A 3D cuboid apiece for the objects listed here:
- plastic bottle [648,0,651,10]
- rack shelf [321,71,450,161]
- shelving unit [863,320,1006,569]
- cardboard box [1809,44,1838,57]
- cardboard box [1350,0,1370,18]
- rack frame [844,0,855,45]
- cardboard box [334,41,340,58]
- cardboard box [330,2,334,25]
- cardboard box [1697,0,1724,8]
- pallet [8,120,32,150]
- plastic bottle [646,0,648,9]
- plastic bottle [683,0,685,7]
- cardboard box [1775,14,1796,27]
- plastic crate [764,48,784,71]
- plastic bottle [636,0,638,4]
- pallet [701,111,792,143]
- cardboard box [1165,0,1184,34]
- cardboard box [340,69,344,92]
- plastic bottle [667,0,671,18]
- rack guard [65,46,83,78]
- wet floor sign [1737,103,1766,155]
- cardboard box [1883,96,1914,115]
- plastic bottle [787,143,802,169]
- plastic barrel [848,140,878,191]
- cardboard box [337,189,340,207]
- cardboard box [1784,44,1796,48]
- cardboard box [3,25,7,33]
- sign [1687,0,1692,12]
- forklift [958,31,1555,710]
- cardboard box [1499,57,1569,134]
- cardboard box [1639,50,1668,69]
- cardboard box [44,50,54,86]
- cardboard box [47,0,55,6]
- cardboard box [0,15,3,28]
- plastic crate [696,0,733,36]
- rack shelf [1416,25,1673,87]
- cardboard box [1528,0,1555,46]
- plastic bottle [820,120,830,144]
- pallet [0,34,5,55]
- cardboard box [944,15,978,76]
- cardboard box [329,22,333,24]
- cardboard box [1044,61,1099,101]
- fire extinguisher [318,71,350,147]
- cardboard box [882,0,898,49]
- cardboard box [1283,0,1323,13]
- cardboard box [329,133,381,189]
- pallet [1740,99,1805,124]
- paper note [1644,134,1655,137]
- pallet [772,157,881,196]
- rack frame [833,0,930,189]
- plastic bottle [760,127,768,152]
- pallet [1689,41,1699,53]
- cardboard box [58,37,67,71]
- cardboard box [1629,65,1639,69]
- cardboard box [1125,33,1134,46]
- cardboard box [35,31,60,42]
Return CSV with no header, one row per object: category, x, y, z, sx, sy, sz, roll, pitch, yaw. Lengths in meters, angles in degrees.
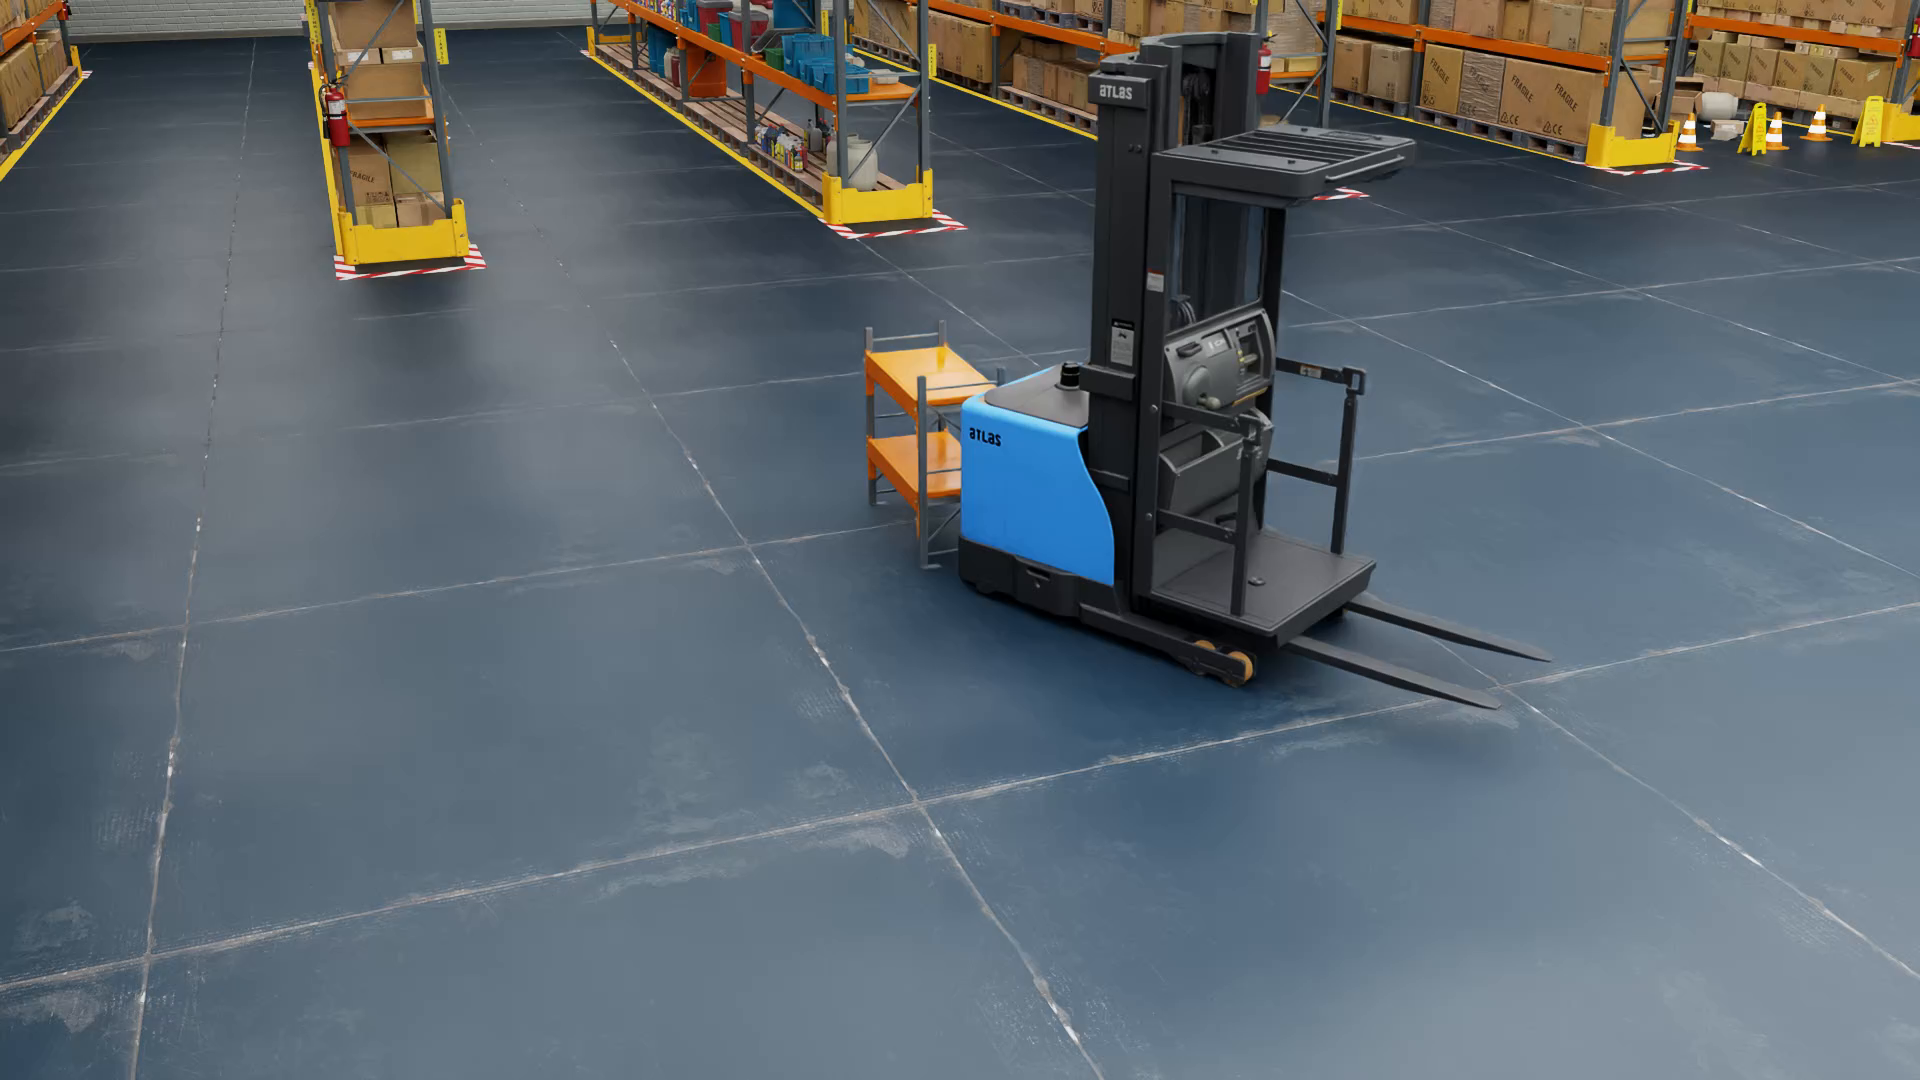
plastic bottle,-4.839,-8.521,26.265,0.152,0.276,0.135,-8,24,-19
rack shelf,-6.158,-4.576,17.672,1.077,0.370,4.000,-8,24,-19
shelving unit,-0.157,-0.579,9.674,0.538,1.125,1.048,-8,24,-18
cardboard box,12.284,-6.941,23.554,0.380,0.149,0.250,-8,24,-18
cardboard box,6.289,-8.202,25.220,0.500,0.500,0.500,-8,24,-18
rack frame,-1.834,-11.352,32.823,1.000,3.000,0.127,-8,24,-19
cardboard box,-5.949,-4.827,16.375,0.380,0.149,0.250,-9,24,-20
cardboard box,-6.346,-5.753,17.737,0.700,0.500,0.500,-8,24,-19
cardboard box,11.570,-8.337,25.157,0.500,0.500,0.500,-8,24,-19
pallet,-13.118,-5.419,22.334,1.003,0.211,1.213,-8,24,-19
plastic bottle,-4.921,-8.605,26.465,0.152,0.276,0.135,-8,24,-19
plastic bottle,-4.416,-8.722,26.746,0.097,0.271,0.097,0,23,0
cardboard box,12.045,-7.524,24.063,0.380,0.149,0.250,-8,24,-19
plastic crate,-2.013,-5.683,19.644,0.450,0.188,0.662,-8,24,-19
plastic bottle,-5.277,-8.926,27.215,0.061,0.283,0.133,-8,24,-19
pallet,-2.977,-5.752,23.125,1.003,0.211,1.213,-8,24,-19
cardboard box,3.058,-6.462,20.707,0.875,0.500,0.500,-8,24,-19
cardboard box,-6.336,-5.147,17.970,0.700,0.500,0.500,-8,24,-18
plastic bottle,-4.358,-7.994,25.021,0.097,0.271,0.097,0,23,0
rack guard,-15.745,-8.170,28.492,1.175,0.500,0.348,-8,24,-19
wet floor sign,10.356,-5.359,21.634,0.267,0.644,0.232,-13,26,-28
cardboard box,13.063,-6.156,23.493,0.500,0.250,0.500,-9,24,-19
plastic bottle,-1.938,-4.509,19.527,0.152,0.276,0.135,-8,24,-19
plastic barrel,-1.120,-4.135,18.361,0.421,0.512,0.421,0,23,0
cardboard box,-6.105,-3.442,17.054,0.500,0.250,0.500,-8,24,-19
cardboard box,12.498,-7.076,24.711,0.500,0.500,0.500,-7,24,-16
cardboard box,-13.448,-7.104,23.040,0.380,0.149,0.250,-8,24,-17
sign,9.015,-6.692,20.549,0.100,0.325,0.005,-8,24,-19
forklift,1.443,-0.872,8.045,3.031,2.935,1.130,18,29,36
cardboard box,7.879,-5.954,22.209,0.875,0.875,0.875,-9,24,-20
cardboard box,11.231,-7.786,27.203,0.950,0.372,0.625,-7,24,-16
cardboard box,-14.666,-7.371,26.053,0.700,0.500,0.500,-9,24,-20
cardboard box,-15.279,-9.005,26.867,0.980,0.700,0.700,-9,24,-19
cardboard box,-13.019,-7.002,21.964,0.500,0.500,0.500,-8,24,-17
plastic crate,-3.357,-7.166,22.809,0.402,0.464,0.583,-8,24,-19
rack shelf,7.787,-6.578,22.421,1.077,0.370,4.000,-8,24,-19
cardboard box,8.025,-6.798,21.824,0.875,0.550,0.550,-8,24,-19
plastic bottle,-1.664,-5.031,20.668,0.144,0.351,0.185,-10,25,-22
pallet,-12.559,-6.074,20.546,1.213,0.211,1.003,-8,24,-19
cardboard box,0.460,-8.239,27.630,1.225,0.875,0.875,-8,24,-19
cardboard box,-6.675,-5.575,18.152,0.380,0.149,0.250,-9,24,-19
cardboard box,1.662,-6.851,24.795,0.700,0.500,0.500,-6,24,-15
fire extinguisher,-5.844,-4.039,15.570,0.296,0.674,0.183,-8,24,-19
cardboard box,-0.898,-9.691,31.076,0.875,0.875,0.875,-8,24,-19
cardboard box,3.878,-6.420,19.321,0.500,0.500,0.500,-8,24,-19
cardboard box,-6.286,-3.968,17.337,0.500,0.500,0.500,-8,24,-19
pallet,12.381,-6.384,24.624,1.003,0.211,1.213,-8,24,-19
paper note,9.543,-5.601,23.002,0.144,0.017,0.142,0,23,-1
pallet,-1.596,-4.334,19.761,1.003,0.211,1.213,-8,24,-19
rack frame,-0.816,-4.859,17.417,1.000,3.000,0.127,-8,24,-19
plastic bottle,-2.387,-4.971,20.622,0.152,0.276,0.135,-7,24,-17
pallet,14.677,-9.479,31.969,1.003,0.211,1.213,-8,24,-19
cardboard box,-15.395,-8.115,27.818,0.700,0.500,0.500,-8,24,-19
cardboard box,10.021,-7.294,25.437,0.500,0.500,0.500,-8,24,-19
cardboard box,2.390,-6.577,21.817,0.380,0.149,0.250,-8,24,-19
cardboard box,-15.089,-8.299,27.421,0.380,0.149,0.250,-8,24,-18
